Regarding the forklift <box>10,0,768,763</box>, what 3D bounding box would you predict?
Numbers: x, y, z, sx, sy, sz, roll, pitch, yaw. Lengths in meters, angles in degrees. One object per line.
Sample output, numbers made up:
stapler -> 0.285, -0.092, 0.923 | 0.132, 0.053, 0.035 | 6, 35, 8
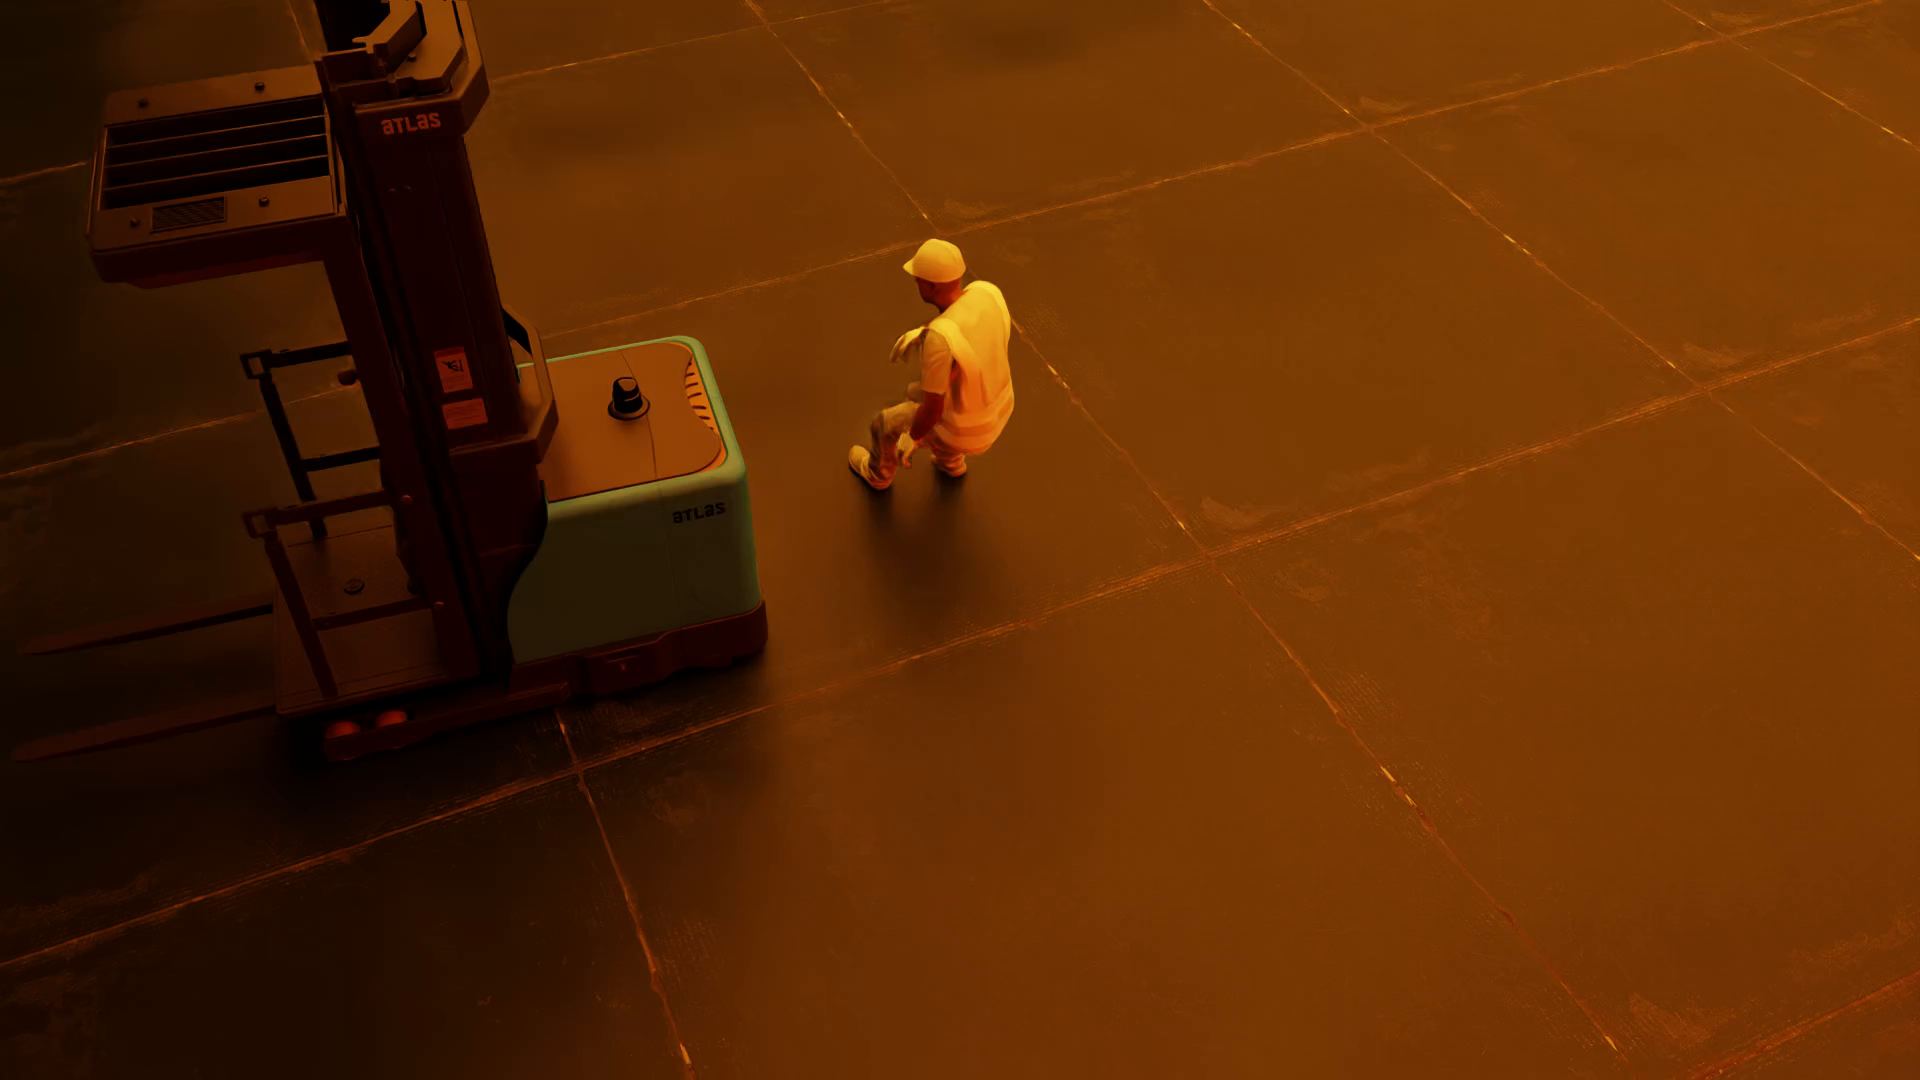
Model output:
forklift -> -2.413, -0.570, 6.291 | 3.031, 2.935, 1.130 | -12, 44, -13

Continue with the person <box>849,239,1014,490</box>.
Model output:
person -> -0.204, -0.707, 7.531 | 0.919, 1.562, 0.818 | 20, 47, 20
